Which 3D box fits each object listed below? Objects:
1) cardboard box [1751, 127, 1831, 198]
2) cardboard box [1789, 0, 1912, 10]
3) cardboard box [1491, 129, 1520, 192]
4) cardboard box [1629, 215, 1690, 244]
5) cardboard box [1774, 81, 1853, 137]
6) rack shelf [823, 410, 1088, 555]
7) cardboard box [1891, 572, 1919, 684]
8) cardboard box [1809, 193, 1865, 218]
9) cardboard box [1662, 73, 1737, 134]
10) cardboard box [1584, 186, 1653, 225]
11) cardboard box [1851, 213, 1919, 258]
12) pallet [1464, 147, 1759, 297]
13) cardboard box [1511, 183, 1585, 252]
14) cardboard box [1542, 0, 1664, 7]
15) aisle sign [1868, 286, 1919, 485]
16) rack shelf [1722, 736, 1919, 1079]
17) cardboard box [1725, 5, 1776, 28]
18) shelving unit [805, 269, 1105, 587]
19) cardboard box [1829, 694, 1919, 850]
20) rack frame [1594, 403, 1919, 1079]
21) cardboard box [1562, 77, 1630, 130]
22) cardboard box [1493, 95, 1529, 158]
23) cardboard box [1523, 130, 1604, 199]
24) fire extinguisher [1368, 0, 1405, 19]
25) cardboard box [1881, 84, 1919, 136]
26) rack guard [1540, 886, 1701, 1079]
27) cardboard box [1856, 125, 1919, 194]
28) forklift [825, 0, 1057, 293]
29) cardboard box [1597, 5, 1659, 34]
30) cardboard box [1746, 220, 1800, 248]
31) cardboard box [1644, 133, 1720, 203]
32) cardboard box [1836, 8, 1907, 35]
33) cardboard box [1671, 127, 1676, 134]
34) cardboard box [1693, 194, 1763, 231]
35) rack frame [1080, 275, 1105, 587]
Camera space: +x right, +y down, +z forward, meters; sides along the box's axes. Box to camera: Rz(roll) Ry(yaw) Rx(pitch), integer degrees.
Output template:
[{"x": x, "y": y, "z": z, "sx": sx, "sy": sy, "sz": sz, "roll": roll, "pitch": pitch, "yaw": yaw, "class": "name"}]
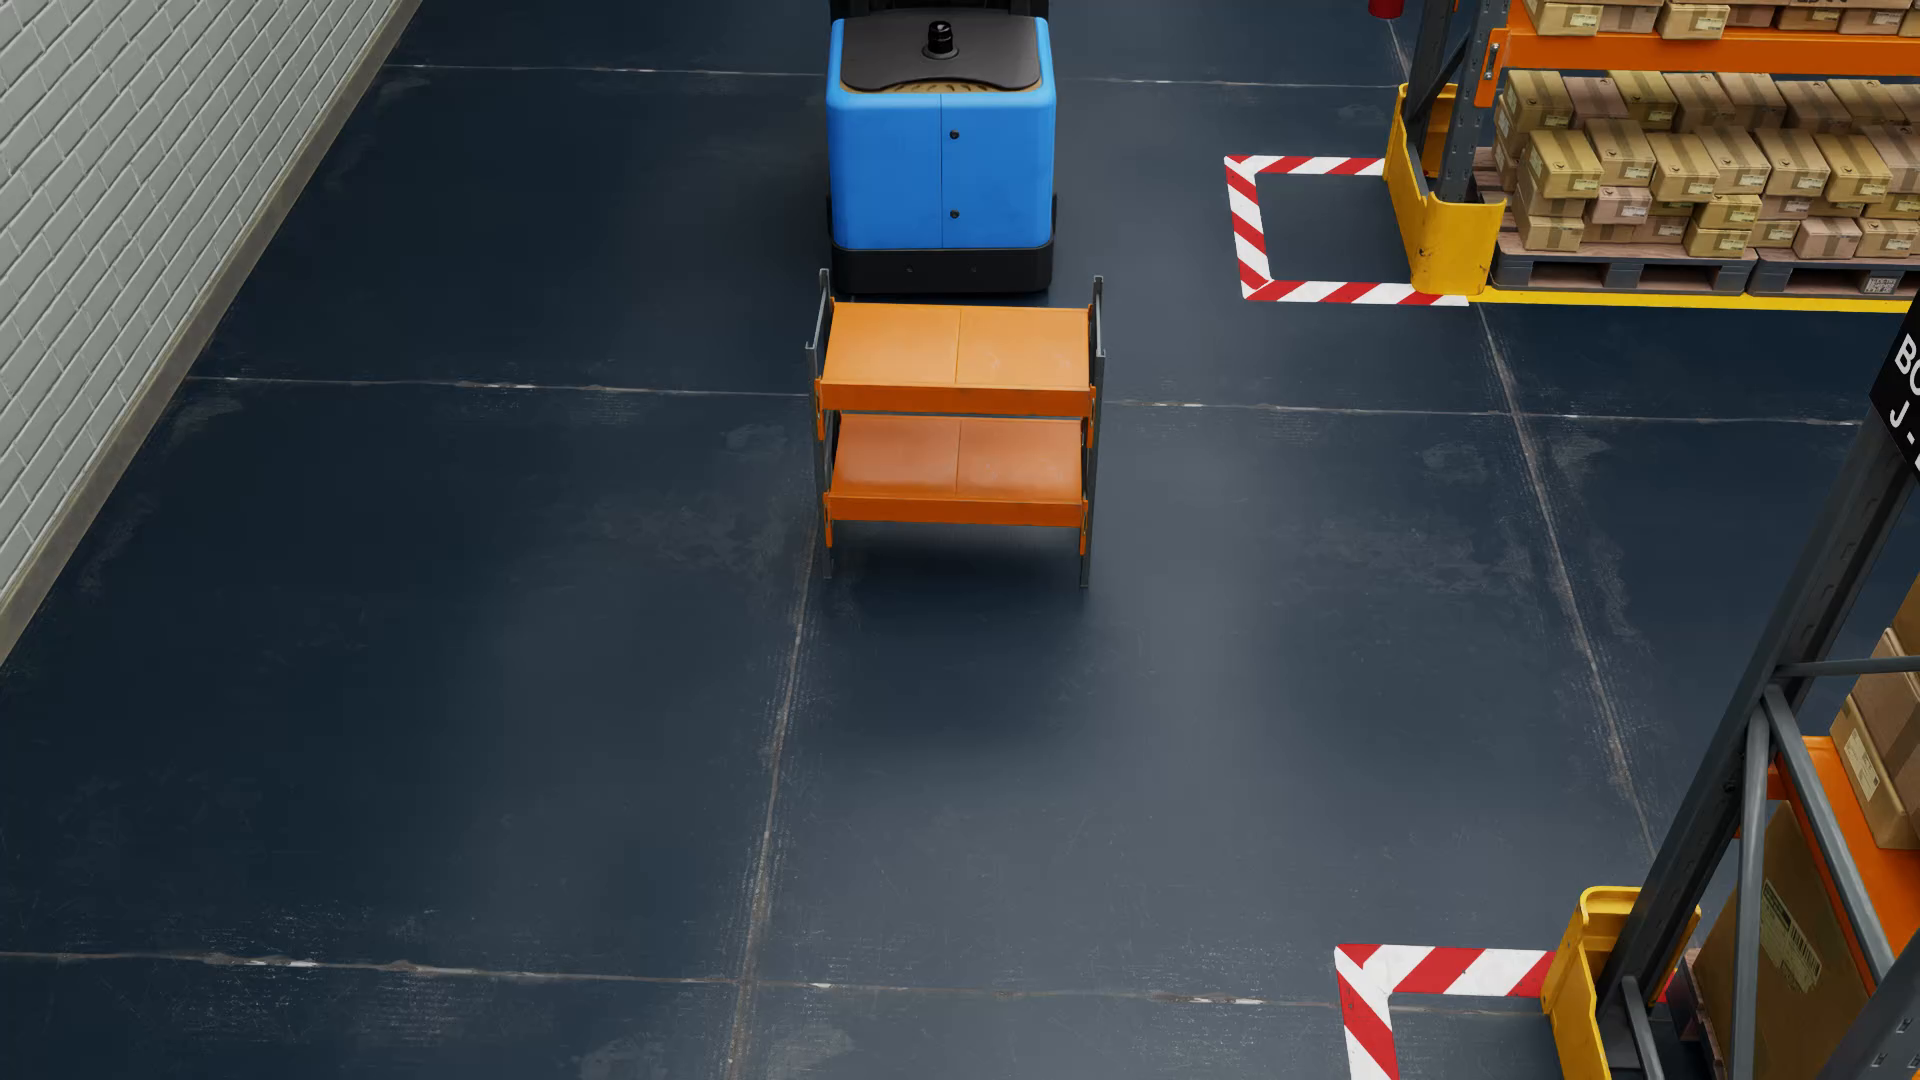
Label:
[{"x": 3.878, "y": -1.772, "z": 7.799, "sx": 0.250, "sy": 0.149, "sz": 0.380, "roll": 3, "pitch": 43, "yaw": 4, "class": "cardboard box"}, {"x": 3.776, "y": -2.600, "z": 7.049, "sx": 0.500, "sy": 0.500, "sz": 0.500, "roll": 2, "pitch": 43, "yaw": 2, "class": "cardboard box"}, {"x": 2.850, "y": -1.916, "z": 8.389, "sx": 0.250, "sy": 0.149, "sz": 0.380, "roll": 2, "pitch": 43, "yaw": 3, "class": "cardboard box"}, {"x": 3.338, "y": -1.601, "z": 8.051, "sx": 0.250, "sy": 0.149, "sz": 0.380, "roll": 2, "pitch": 43, "yaw": 2, "class": "cardboard box"}, {"x": 4.153, "y": -2.091, "z": 8.140, "sx": 0.250, "sy": 0.149, "sz": 0.380, "roll": 0, "pitch": 43, "yaw": 0, "class": "cardboard box"}, {"x": -0.007, "y": -0.233, "z": 6.533, "sx": 1.000, "sy": 0.278, "sz": 0.538, "roll": 2, "pitch": 43, "yaw": 2, "class": "rack shelf"}, {"x": 2.489, "y": 0.203, "z": 3.674, "sx": 0.500, "sy": 0.500, "sz": 0.500, "roll": 2, "pitch": 43, "yaw": 2, "class": "cardboard box"}, {"x": 4.140, "y": -1.708, "z": 7.948, "sx": 0.250, "sy": 0.149, "sz": 0.380, "roll": 4, "pitch": 43, "yaw": 4, "class": "cardboard box"}, {"x": 3.624, "y": -2.144, "z": 8.198, "sx": 0.250, "sy": 0.149, "sz": 0.380, "roll": 0, "pitch": 43, "yaw": 0, "class": "cardboard box"}, {"x": 3.098, "y": -1.661, "z": 7.898, "sx": 0.250, "sy": 0.149, "sz": 0.380, "roll": 2, "pitch": 43, "yaw": 2, "class": "cardboard box"}, {"x": 4.370, "y": -1.517, "z": 7.962, "sx": 0.250, "sy": 0.149, "sz": 0.380, "roll": 2, "pitch": 43, "yaw": 2, "class": "cardboard box"}, {"x": 3.201, "y": -1.608, "z": 8.321, "sx": 1.213, "sy": 0.211, "sz": 1.003, "roll": 2, "pitch": 43, "yaw": 2, "class": "pallet"}, {"x": 2.824, "y": -1.556, "z": 8.003, "sx": 0.250, "sy": 0.149, "sz": 0.380, "roll": 3, "pitch": 43, "yaw": 3, "class": "cardboard box"}, {"x": 2.751, "y": -2.623, "z": 7.073, "sx": 0.500, "sy": 0.500, "sz": 0.500, "roll": 4, "pitch": 43, "yaw": 4, "class": "cardboard box"}, {"x": 1.932, "y": -0.463, "z": 3.139, "sx": 0.004, "sy": 0.787, "sz": 0.394, "roll": 2, "pitch": 43, "yaw": 2, "class": "aisle sign"}, {"x": 3.989, "y": 1.020, "z": 3.983, "sx": 4.000, "sy": 0.370, "sz": 1.077, "roll": 2, "pitch": 43, "yaw": 2, "class": "rack shelf"}, {"x": 3.412, "y": -2.415, "z": 7.326, "sx": 0.250, "sy": 0.149, "sz": 0.380, "roll": 4, "pitch": 43, "yaw": 4, "class": "cardboard box"}, {"x": -0.007, "y": -0.412, "z": 6.367, "sx": 1.048, "sy": 1.125, "sz": 0.538, "roll": 2, "pitch": 43, "yaw": 2, "class": "shelving unit"}, {"x": 2.361, "y": 0.574, "z": 4.118, "sx": 0.250, "sy": 0.149, "sz": 0.380, "roll": 3, "pitch": 43, "yaw": 3, "class": "cardboard box"}, {"x": 1.991, "y": 0.695, "z": 3.803, "sx": 0.127, "sy": 3.000, "sz": 1.000, "roll": 2, "pitch": 43, "yaw": 2, "class": "rack frame"}, {"x": 3.104, "y": -2.117, "z": 8.169, "sx": 0.250, "sy": 0.149, "sz": 0.380, "roll": 3, "pitch": 43, "yaw": 3, "class": "cardboard box"}, {"x": 2.855, "y": -2.077, "z": 8.344, "sx": 0.250, "sy": 0.149, "sz": 0.380, "roll": 1, "pitch": 43, "yaw": 1, "class": "cardboard box"}, {"x": 2.823, "y": -1.760, "z": 7.786, "sx": 0.250, "sy": 0.149, "sz": 0.380, "roll": 0, "pitch": 43, "yaw": 0, "class": "cardboard box"}, {"x": 2.084, "y": -2.837, "z": 7.925, "sx": 0.183, "sy": 0.674, "sz": 0.296, "roll": 2, "pitch": 43, "yaw": 2, "class": "fire extinguisher"}, {"x": 4.661, "y": -2.067, "z": 8.116, "sx": 0.250, "sy": 0.149, "sz": 0.380, "roll": 0, "pitch": 43, "yaw": 0, "class": "cardboard box"}, {"x": 1.967, "y": 1.609, "z": 4.656, "sx": 0.348, "sy": 0.500, "sz": 1.175, "roll": 2, "pitch": 43, "yaw": 2, "class": "rack guard"}, {"x": 4.394, "y": -1.791, "z": 7.819, "sx": 0.250, "sy": 0.149, "sz": 0.380, "roll": 2, "pitch": 43, "yaw": 2, "class": "cardboard box"}, {"x": -0.107, "y": -3.228, "z": 8.065, "sx": 1.130, "sy": 2.935, "sz": 3.031, "roll": -1, "pitch": 43, "yaw": -1, "class": "forklift"}, {"x": 2.880, "y": -2.375, "z": 7.283, "sx": 0.250, "sy": 0.149, "sz": 0.380, "roll": 3, "pitch": 43, "yaw": 3, "class": "cardboard box"}, {"x": 3.847, "y": -1.575, "z": 8.024, "sx": 0.250, "sy": 0.149, "sz": 0.380, "roll": 2, "pitch": 43, "yaw": 2, "class": "cardboard box"}, {"x": 3.350, "y": -1.739, "z": 7.763, "sx": 0.250, "sy": 0.149, "sz": 0.380, "roll": 2, "pitch": 43, "yaw": 2, "class": "cardboard box"}, {"x": 3.927, "y": -2.363, "z": 7.271, "sx": 0.250, "sy": 0.149, "sz": 0.380, "roll": 1, "pitch": 43, "yaw": 1, "class": "cardboard box"}, {"x": 3.638, "y": -1.984, "z": 8.244, "sx": 0.250, "sy": 0.149, "sz": 0.380, "roll": 1, "pitch": 43, "yaw": 1, "class": "cardboard box"}, {"x": 3.598, "y": -1.632, "z": 7.866, "sx": 0.250, "sy": 0.149, "sz": 0.380, "roll": 3, "pitch": 43, "yaw": 3, "class": "cardboard box"}, {"x": 0.501, "y": -0.396, "z": 6.350, "sx": 0.032, "sy": 1.125, "sz": 0.500, "roll": 2, "pitch": 43, "yaw": 2, "class": "rack frame"}]
